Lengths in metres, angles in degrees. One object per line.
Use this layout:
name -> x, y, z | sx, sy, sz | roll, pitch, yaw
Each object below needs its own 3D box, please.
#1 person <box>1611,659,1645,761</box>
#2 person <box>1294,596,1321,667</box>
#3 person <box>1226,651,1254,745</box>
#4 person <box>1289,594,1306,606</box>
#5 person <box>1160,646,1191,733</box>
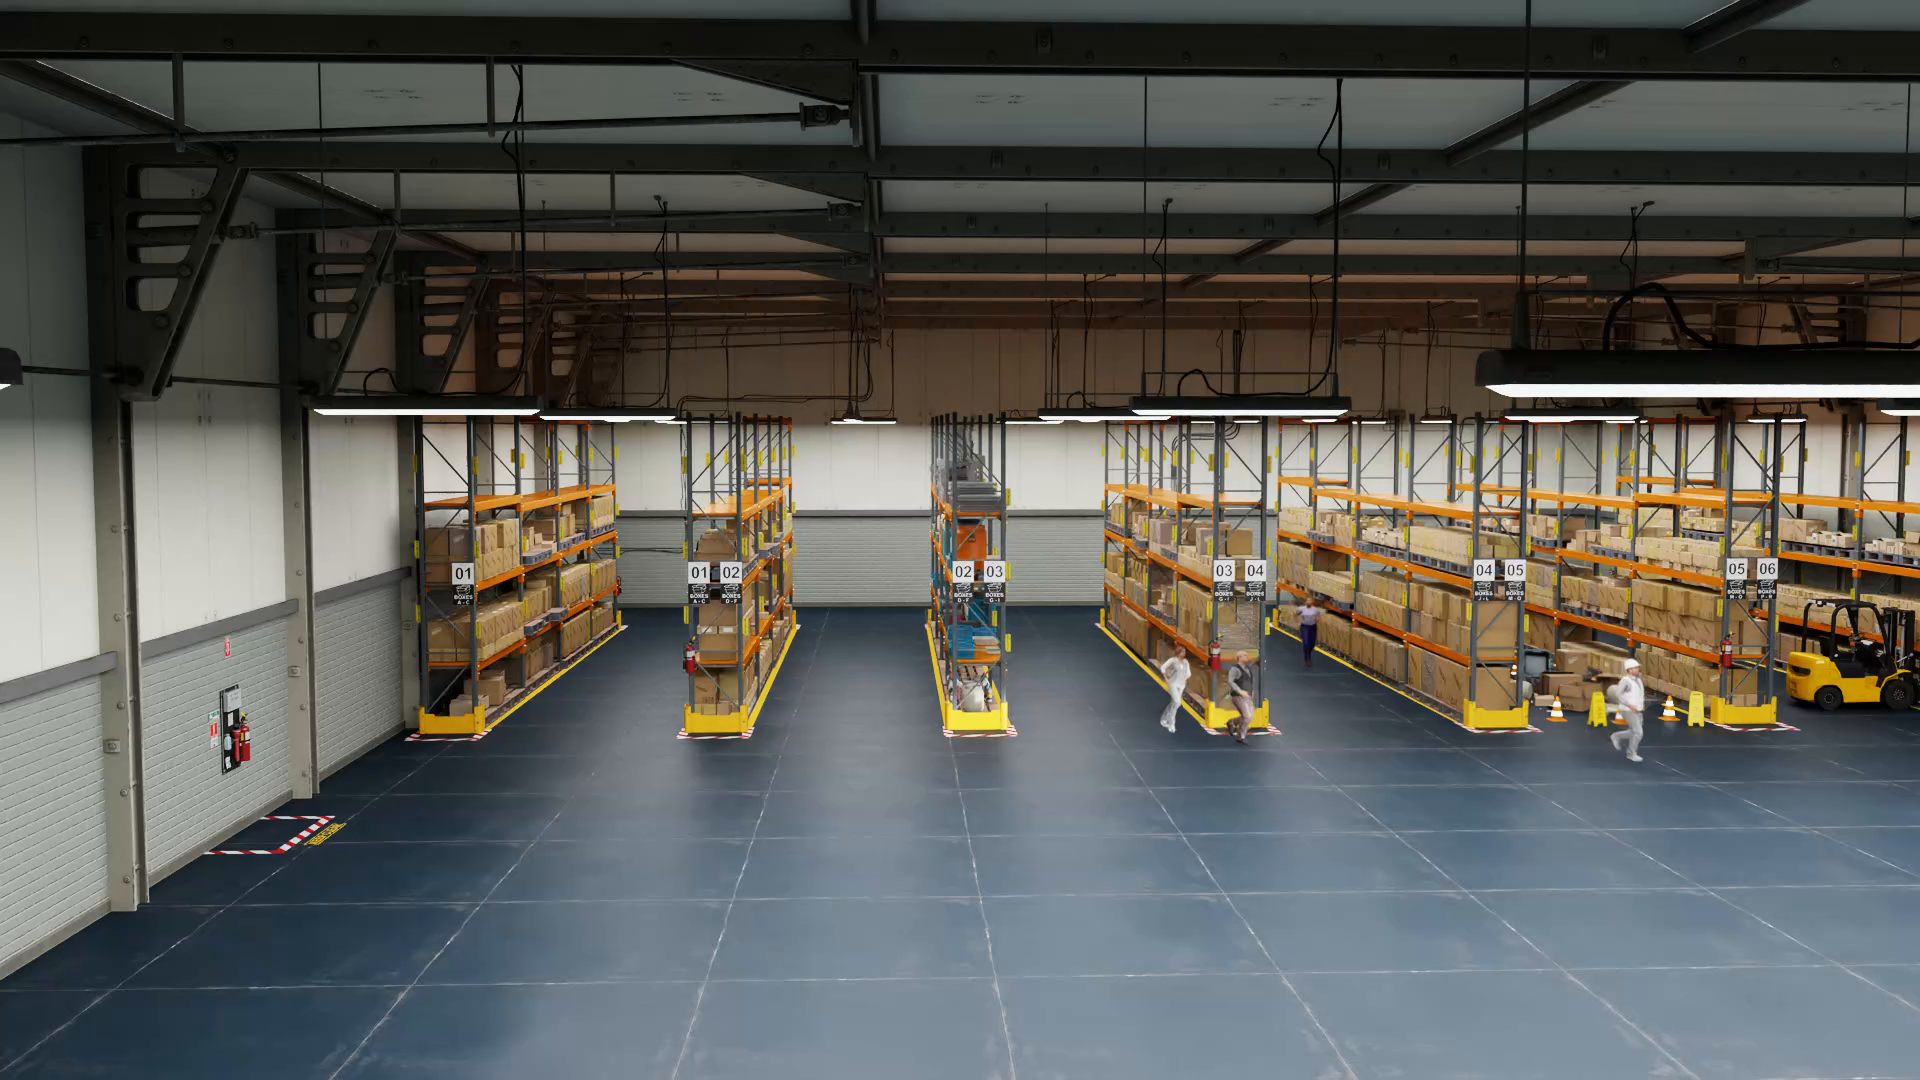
person -> 11.510, 2.910, 28.679 | 0.687, 1.734, 0.640 | -4, 5, -42
person -> 8.370, 2.166, 39.921 | 0.605, 1.635, 0.908 | 0, 4, -6
person -> 5.072, 2.843, 30.160 | 0.587, 1.687, 0.693 | 3, 5, 39
person -> 10.044, 1.563, 49.072 | 0.928, 1.724, 0.788 | 1, 4, 20
person -> 4.091, 2.814, 31.421 | 0.525, 1.606, 0.644 | -2, 4, -29
